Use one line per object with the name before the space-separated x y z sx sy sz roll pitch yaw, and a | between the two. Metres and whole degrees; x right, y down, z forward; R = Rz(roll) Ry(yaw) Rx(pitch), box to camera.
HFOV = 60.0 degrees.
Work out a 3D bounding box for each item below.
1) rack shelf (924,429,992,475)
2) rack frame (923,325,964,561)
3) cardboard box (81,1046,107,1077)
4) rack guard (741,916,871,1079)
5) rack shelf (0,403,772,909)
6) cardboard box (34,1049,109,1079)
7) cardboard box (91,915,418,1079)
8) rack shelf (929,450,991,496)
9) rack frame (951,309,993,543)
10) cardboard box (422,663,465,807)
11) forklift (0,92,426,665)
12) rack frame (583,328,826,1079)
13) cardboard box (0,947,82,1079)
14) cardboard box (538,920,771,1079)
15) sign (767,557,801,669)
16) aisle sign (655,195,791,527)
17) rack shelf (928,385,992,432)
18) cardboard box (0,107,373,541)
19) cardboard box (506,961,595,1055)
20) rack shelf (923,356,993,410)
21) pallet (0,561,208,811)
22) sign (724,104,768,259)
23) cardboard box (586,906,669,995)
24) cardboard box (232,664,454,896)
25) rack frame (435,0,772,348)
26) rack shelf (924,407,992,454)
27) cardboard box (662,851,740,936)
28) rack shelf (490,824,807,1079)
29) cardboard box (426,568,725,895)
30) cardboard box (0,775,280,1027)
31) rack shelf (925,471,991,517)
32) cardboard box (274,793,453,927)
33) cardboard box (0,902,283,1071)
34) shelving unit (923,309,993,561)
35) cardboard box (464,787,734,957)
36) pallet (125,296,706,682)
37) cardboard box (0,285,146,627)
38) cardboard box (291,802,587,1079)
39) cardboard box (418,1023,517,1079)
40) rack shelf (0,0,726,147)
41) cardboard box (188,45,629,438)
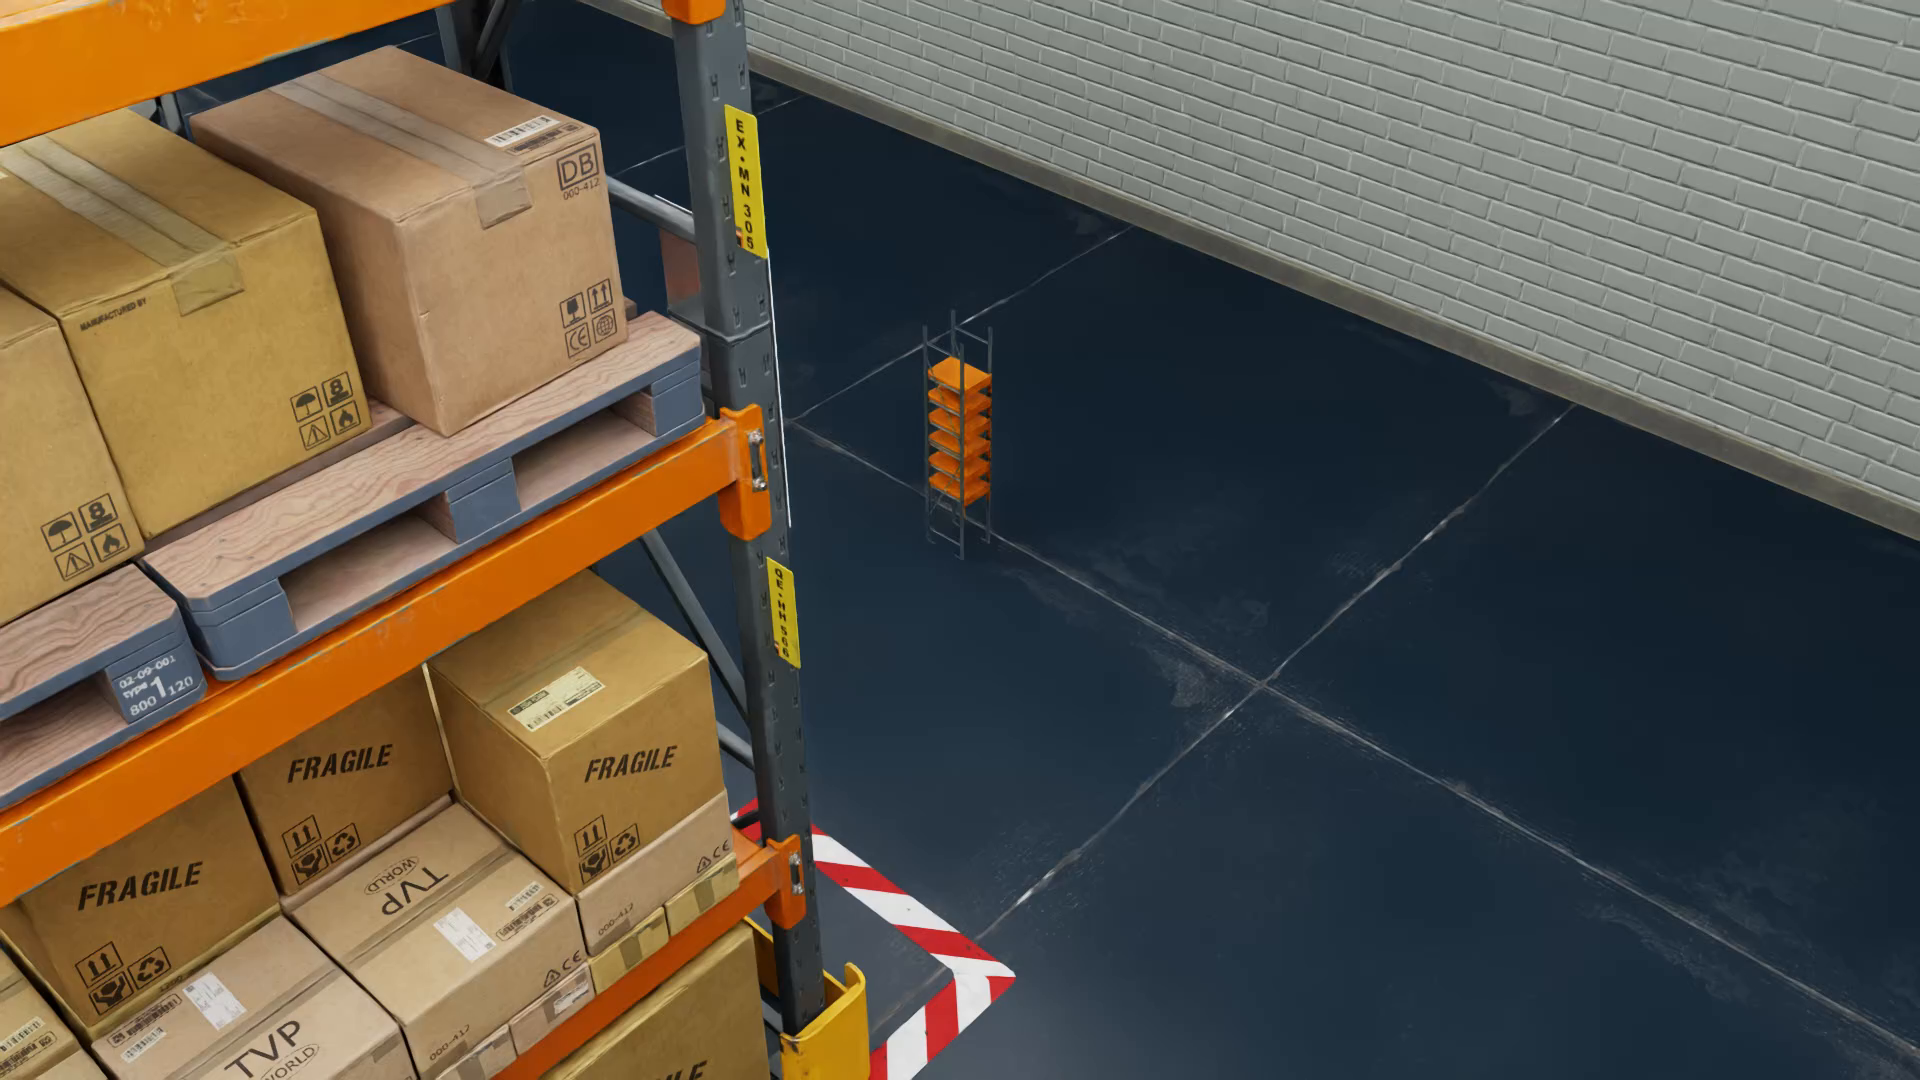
rack shelf | -0.010 -0.428 7.679 0.258 0.103 0.180 30 47 32
rack frame | -0.071 -0.421 7.599 0.240 1.200 0.006 30 47 32
cardboard box | -2.193 1.215 4.297 0.380 0.149 0.250 29 47 31
rack guard | -0.829 1.468 5.786 1.175 0.500 0.348 30 47 32
rack shelf | -2.194 0.527 3.129 1.077 0.370 4.000 30 47 32
cardboard box | -2.010 1.485 3.638 0.500 0.250 0.500 30 47 32
cardboard box | -1.662 1.244 3.941 0.500 0.250 0.500 28 46 31
rack shelf | -0.010 -0.334 7.754 0.258 0.103 0.180 30 47 32
rack frame | 0.052 -0.505 7.705 0.240 1.200 0.006 30 47 32
cardboard box | -1.368 0.550 4.813 0.500 0.250 0.500 28 46 31
forklift | -3.271 -0.167 5.888 3.031 2.935 1.130 -17 41 -20
rack frame | -0.845 0.500 4.994 1.000 3.000 0.127 30 47 32
cardboard box | -2.403 1.263 3.917 0.500 0.250 0.500 29 47 31
cardboard box | -1.217 1.495 5.113 0.875 0.875 0.875 30 47 32
sign | -0.454 0.189 4.265 0.100 0.325 0.005 30 47 32
aisle sign | -0.575 -0.424 4.068 0.394 0.787 0.004 30 47 32
rack shelf | -0.010 -0.616 7.530 0.258 0.103 0.180 30 47 32
cardboard box | -1.625 -0.447 3.277 0.700 0.500 0.500 28 46 30
cardboard box | -1.187 1.136 4.396 0.380 0.149 0.250 30 47 32
rack shelf | -0.010 -0.710 7.455 0.258 0.103 0.180 30 47 32
pallet | -2.161 0.269 2.946 1.003 0.211 1.213 30 47 32
sign | -0.454 -0.755 3.515 0.100 0.325 0.005 30 47 32
cardboard box | -1.016 1.021 4.542 0.380 0.149 0.250 30 47 32
cardboard box | -1.705 0.486 4.291 0.500 0.500 0.500 28 47 31
rack frame | -0.845 -1.848 3.127 1.000 3.000 0.127 30 47 32
rack shelf | -0.010 -0.522 7.605 0.258 0.103 0.180 30 47 32
cardboard box | -0.842 0.901 4.693 0.380 0.149 0.250 31 48 33
rack shelf | -2.194 1.701 4.063 1.077 0.370 4.000 30 47 32
cardboard box | -0.979 0.483 4.295 0.500 0.500 0.500 30 47 32
cardboard box | -2.050 0.727 3.989 0.500 0.500 0.500 28 46 31
rack shelf | -0.010 -0.240 7.829 0.258 0.103 0.180 30 47 32
cardboard box | -1.714 0.791 4.510 0.500 0.250 0.500 29 47 31
cardboard box | -2.055 1.021 4.221 0.500 0.250 0.500 28 46 31
shelving unit | -0.010 -0.463 7.652 0.258 1.200 0.189 30 47 32
cardboard box | -0.976 0.777 4.528 0.500 0.250 0.500 29 47 31
pallet | -1.338 -0.294 3.654 1.003 0.211 1.213 30 47 32
cardboard box | -1.938 -0.189 2.953 0.700 0.500 0.500 26 45 29
cardboard box | -1.319 1.010 4.235 0.500 0.250 0.500 29 47 31
cardboard box | -1.356 1.250 4.253 0.380 0.149 0.250 31 48 33
rack shelf | -2.194 -0.491 2.320 1.077 0.370 4.000 30 47 32
cardboard box | -1.156 -0.655 3.539 0.700 0.500 0.500 27 46 29
